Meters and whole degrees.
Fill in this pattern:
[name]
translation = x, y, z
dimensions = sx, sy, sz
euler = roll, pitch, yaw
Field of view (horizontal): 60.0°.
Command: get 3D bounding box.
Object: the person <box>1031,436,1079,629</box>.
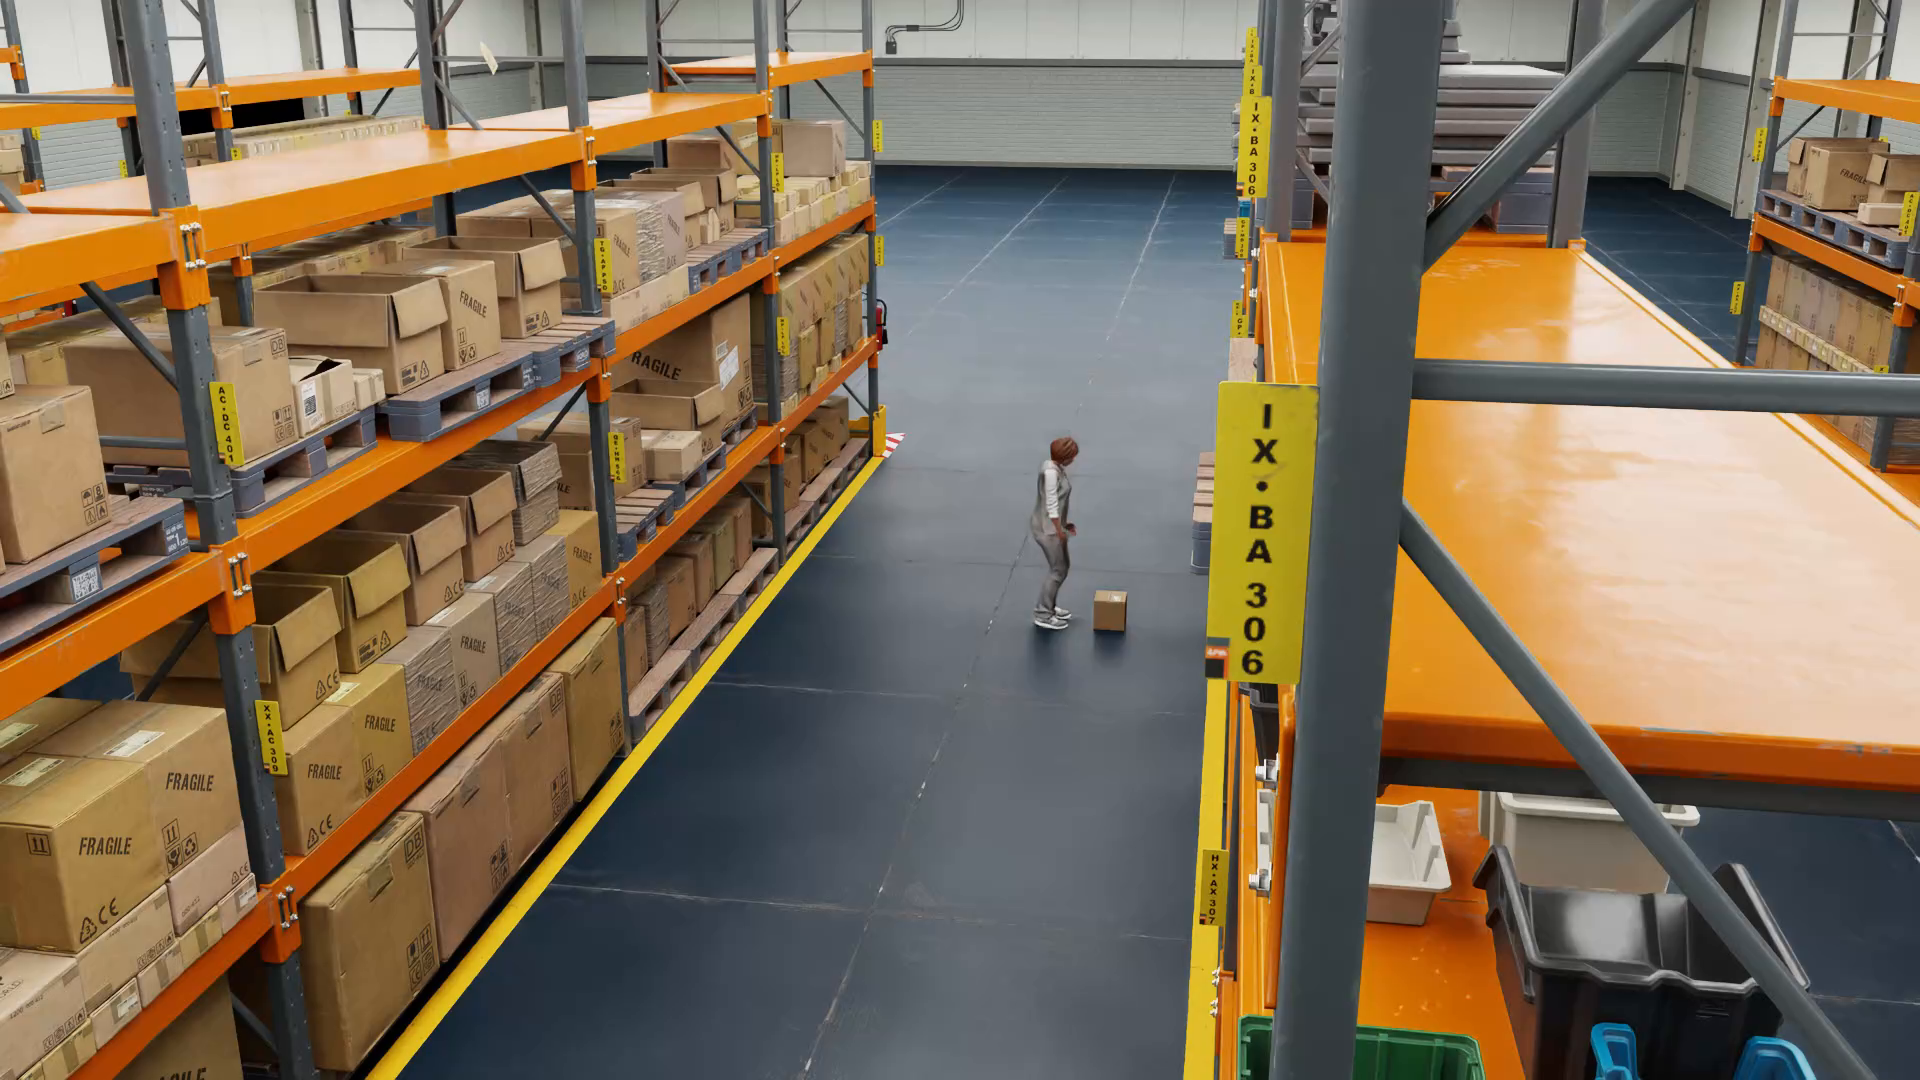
[person]
translation = 0.756, -0.072, 13.384
dimensions = 0.368, 1.551, 0.423
euler = 3, 18, 10
